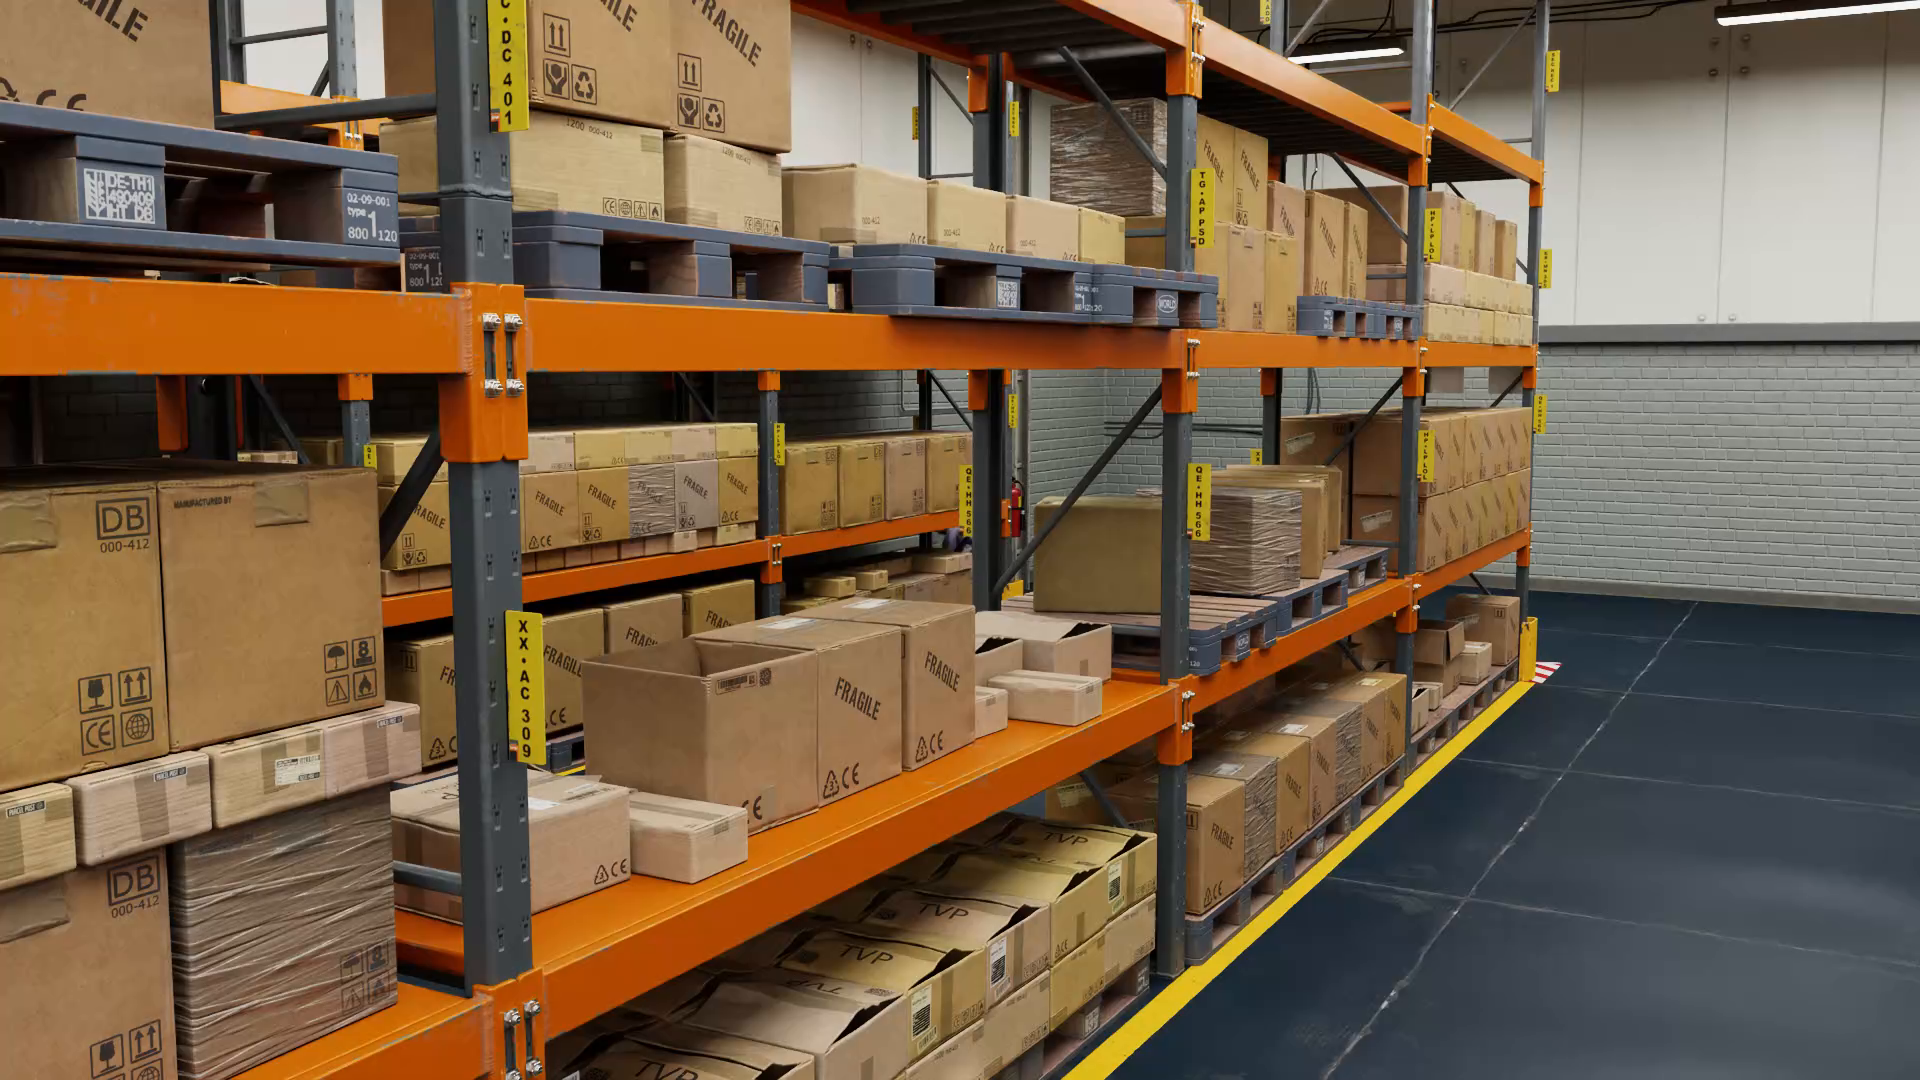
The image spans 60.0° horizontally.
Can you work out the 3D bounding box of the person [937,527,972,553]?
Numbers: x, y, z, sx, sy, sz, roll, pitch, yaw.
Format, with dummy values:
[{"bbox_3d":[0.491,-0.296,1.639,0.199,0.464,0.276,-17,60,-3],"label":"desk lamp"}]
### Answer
[{"bbox_3d":[0.097,0.241,17.957,0.888,1.065,0.508,3,7,24],"label":"person"}]
